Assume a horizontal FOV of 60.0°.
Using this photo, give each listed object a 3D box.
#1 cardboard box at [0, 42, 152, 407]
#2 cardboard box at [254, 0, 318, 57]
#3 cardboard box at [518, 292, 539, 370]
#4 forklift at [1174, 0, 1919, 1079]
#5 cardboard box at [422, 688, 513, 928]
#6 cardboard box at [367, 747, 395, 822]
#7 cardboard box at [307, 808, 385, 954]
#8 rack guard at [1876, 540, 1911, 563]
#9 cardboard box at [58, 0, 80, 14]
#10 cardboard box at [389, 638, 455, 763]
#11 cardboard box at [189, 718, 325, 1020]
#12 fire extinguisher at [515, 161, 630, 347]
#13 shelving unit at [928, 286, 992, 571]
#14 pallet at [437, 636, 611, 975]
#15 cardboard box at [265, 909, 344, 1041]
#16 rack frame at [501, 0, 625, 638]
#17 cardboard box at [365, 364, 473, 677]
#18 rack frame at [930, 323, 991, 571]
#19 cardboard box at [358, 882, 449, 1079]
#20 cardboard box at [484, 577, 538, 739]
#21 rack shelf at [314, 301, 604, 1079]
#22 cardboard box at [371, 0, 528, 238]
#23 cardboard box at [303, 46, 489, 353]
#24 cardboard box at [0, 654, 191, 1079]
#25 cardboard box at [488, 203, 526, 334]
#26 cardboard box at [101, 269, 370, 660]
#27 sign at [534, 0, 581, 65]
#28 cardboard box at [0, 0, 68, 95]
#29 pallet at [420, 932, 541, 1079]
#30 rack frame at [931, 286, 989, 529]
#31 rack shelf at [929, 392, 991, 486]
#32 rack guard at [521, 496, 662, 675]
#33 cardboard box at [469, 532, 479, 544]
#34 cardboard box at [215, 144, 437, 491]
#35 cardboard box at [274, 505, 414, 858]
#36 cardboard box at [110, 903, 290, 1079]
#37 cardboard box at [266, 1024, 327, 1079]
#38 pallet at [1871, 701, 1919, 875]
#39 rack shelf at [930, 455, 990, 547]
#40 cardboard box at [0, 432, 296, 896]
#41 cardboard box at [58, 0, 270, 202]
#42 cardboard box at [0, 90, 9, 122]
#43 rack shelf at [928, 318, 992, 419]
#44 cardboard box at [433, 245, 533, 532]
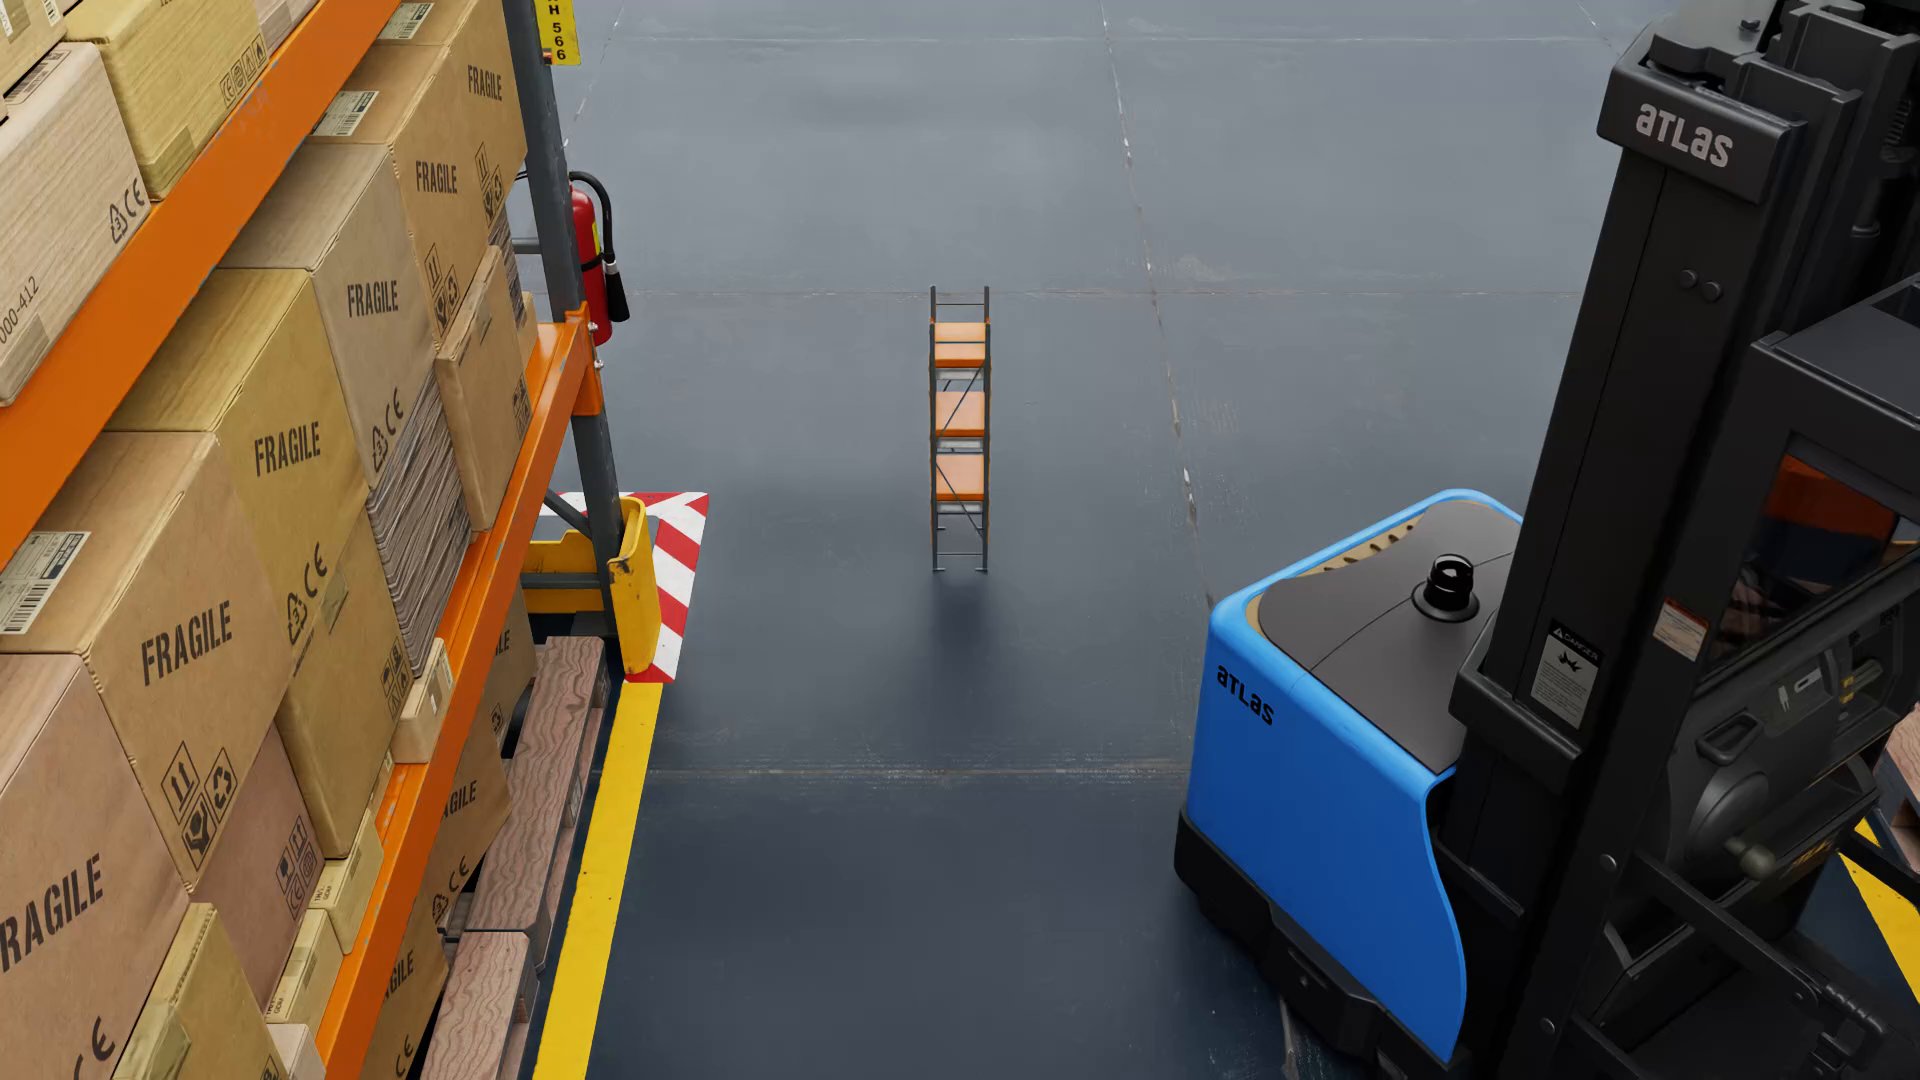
[{"bbox_3d":[-1.378,-0.400,2.072,0.500,0.250,0.500,-1,39,-2],"label":"cardboard box"},{"bbox_3d":[-1.393,-1.045,2.876,0.500,0.250,0.500,1,39,1],"label":"cardboard box"},{"bbox_3d":[-1.436,-0.591,4.789,0.380,0.149,0.250,0,39,0],"label":"cardboard box"},{"bbox_3d":[1.884,0.452,3.342,1.130,2.935,3.031,-23,44,-26],"label":"forklift"},{"bbox_3d":[-1.624,0.709,4.629,0.500,0.500,0.500,10,40,12],"label":"cardboard box"},{"bbox_3d":[-1.399,0.504,3.424,0.380,0.149,0.250,0,39,0],"label":"cardboard box"},{"bbox_3d":[-1.353,0.660,3.229,0.380,0.149,0.250,0,39,0],"label":"cardboard box"},{"bbox_3d":[3.357,0.153,5.660,1.175,0.500,0.348,0,39,0],"label":"rack guard"},{"bbox_3d":[-1.404,-0.813,2.268,0.380,0.149,0.250,1,39,1],"label":"cardboard box"},{"bbox_3d":[-1.329,0.347,3.619,0.380,0.149,0.250,0,39,0],"label":"cardboard box"},{"bbox_3d":[-1.644,0.573,2.819,0.875,0.500,0.500,0,39,0],"label":"cardboard box"},{"bbox_3d":[-1.182,-0.908,5.047,0.296,0.674,0.183,0,39,0],"label":"fire extinguisher"},{"bbox_3d":[0.000,-0.376,5.880,0.215,1.050,0.252,0,39,0],"label":"shelving unit"},{"bbox_3d":[-1.677,0.777,5.112,1.003,0.211,1.213,0,39,0],"label":"pallet"},{"bbox_3d":[-1.364,0.816,3.033,0.380,0.149,0.250,0,39,0],"label":"cardboard box"},{"bbox_3d":[-1.643,-0.867,4.933,1.000,3.000,0.127,0,39,0],"label":"rack frame"},{"bbox_3d":[-1.592,-0.052,3.599,0.875,0.500,0.500,0,39,0],"label":"cardboard box"},{"bbox_3d":[0.000,-0.300,5.785,0.200,1.050,0.008,0,39,0],"label":"rack frame"},{"bbox_3d":[-1.642,1.101,4.141,0.500,0.500,0.500,3,39,4],"label":"cardboard box"},{"bbox_3d":[-1.659,0.335,5.096,0.500,0.500,0.500,7,39,8],"label":"cardboard box"},{"bbox_3d":[-1.641,0.665,3.597,1.077,0.370,4.000,0,39,0],"label":"rack shelf"},{"bbox_3d":[-1.395,-1.068,4.067,0.500,0.500,0.500,0,39,0],"label":"cardboard box"},{"bbox_3d":[-1.389,-0.755,3.677,0.500,0.500,0.500,0,39,0],"label":"cardboard box"},{"bbox_3d":[-1.387,0.495,2.116,0.500,0.500,0.500,0,39,0],"label":"cardboard box"},{"bbox_3d":[-1.670,-0.678,4.379,0.875,0.500,0.500,0,39,0],"label":"cardboard box"},{"bbox_3d":[-1.399,-0.130,2.896,0.500,0.500,0.500,0,39,0],"label":"cardboard box"},{"bbox_3d":[-1.088,-1.430,4.457,0.100,0.325,0.005,0,39,0],"label":"sign"},{"bbox_3d":[-1.370,-0.652,2.067,0.380,0.149,0.250,-1,39,-1],"label":"cardboard box"},{"bbox_3d":[-1.679,1.538,4.162,1.003,0.211,1.213,0,39,0],"label":"pallet"},{"bbox_3d":[0.000,-0.453,5.975,0.200,1.050,0.008,0,39,0],"label":"rack frame"},{"bbox_3d":[0.000,-0.368,5.887,0.215,0.259,0.240,0,39,0],"label":"rack shelf"},{"bbox_3d":[-1.643,0.156,5.655,1.175,0.500,0.348,0,39,0],"label":"rack guard"},{"bbox_3d":[-1.400,-0.122,4.204,0.380,0.149,0.250,0,39,0],"label":"cardboard box"},{"bbox_3d":[-1.391,-0.443,3.287,0.500,0.500,0.500,0,39,0],"label":"cardboard box"},{"bbox_3d":[-1.603,0.260,3.209,0.875,0.500,0.500,0,39,0],"label":"cardboard box"},{"bbox_3d":[-1.542,0.886,2.429,0.875,0.500,0.500,0,39,0],"label":"cardboard box"},{"bbox_3d":[-1.322,0.973,2.838,0.380,0.149,0.250,0,39,0],"label":"cardboard box"},{"bbox_3d":[3.353,0.773,5.116,1.003,0.211,1.213,0,39,0],"label":"pallet"},{"bbox_3d":[0.000,-0.151,6.060,0.215,0.259,0.240,0,39,0],"label":"rack shelf"},{"bbox_3d":[-1.387,0.183,2.506,0.500,0.500,0.500,0,39,0],"label":"cardboard box"},{"bbox_3d":[-1.387,-0.730,2.484,0.500,0.250,0.500,-1,39,-1],"label":"cardboard box"},{"bbox_3d":[-1.335,-0.492,1.868,0.380,0.149,0.250,-1,39,-1],"label":"cardboard box"},{"bbox_3d":[0.000,-0.589,5.709,0.215,0.259,0.240,0,39,0],"label":"rack shelf"},{"bbox_3d":[-1.549,-0.365,3.989,0.875,0.500,0.500,0,39,0],"label":"cardboard box"}]
